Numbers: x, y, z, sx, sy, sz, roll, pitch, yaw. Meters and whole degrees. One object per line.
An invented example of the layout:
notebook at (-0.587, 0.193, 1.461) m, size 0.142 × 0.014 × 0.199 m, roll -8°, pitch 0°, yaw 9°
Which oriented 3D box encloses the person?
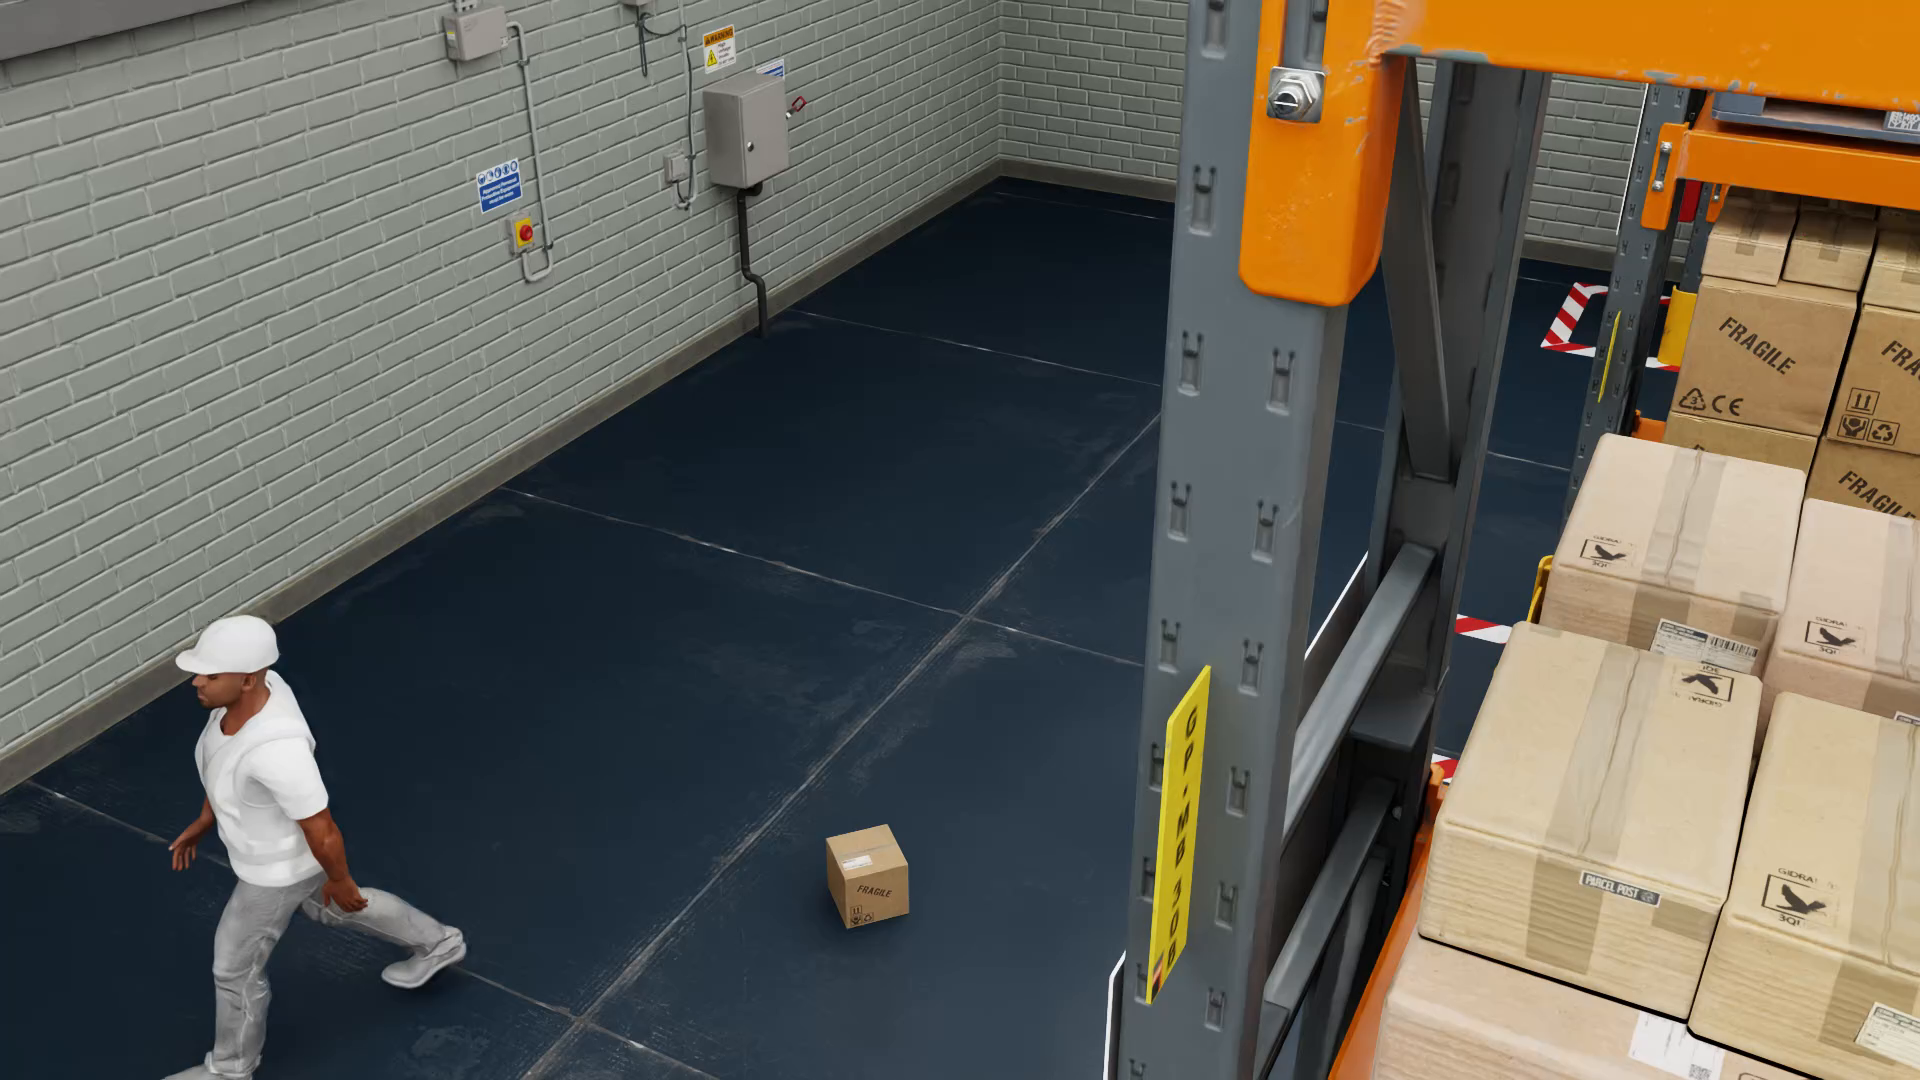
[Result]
person at (-2.228, 0.993, 5.387) m, size 1.071 × 1.723 × 0.558 m, roll -14°, pitch 33°, yaw -23°
